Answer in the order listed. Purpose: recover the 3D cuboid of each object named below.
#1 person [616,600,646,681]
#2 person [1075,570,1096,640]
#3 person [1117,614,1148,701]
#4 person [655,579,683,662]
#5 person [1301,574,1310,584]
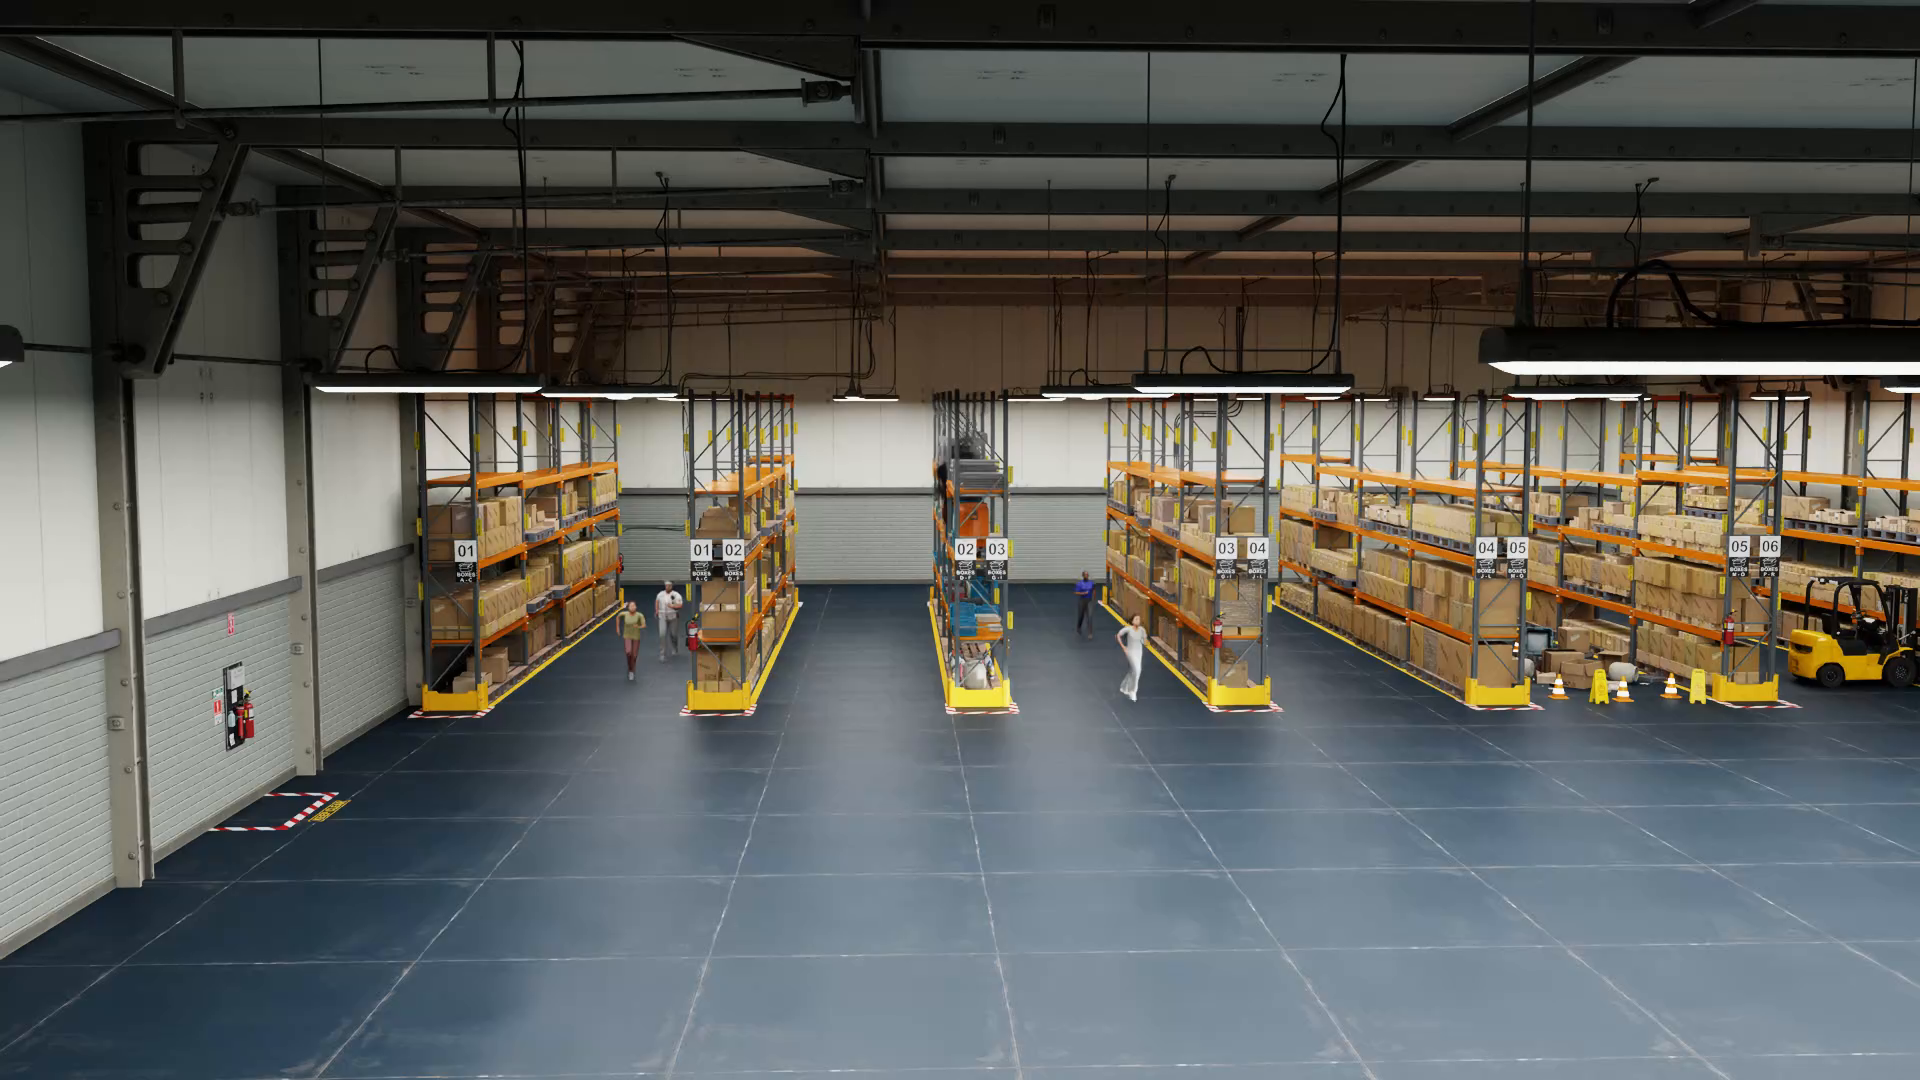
[{"bbox_3d":[-6.834,2.071,34.595,0.603,1.660,0.789,-1,5,-12],"label":"person"},{"bbox_3d":[3.074,1.562,40.645,0.575,1.645,0.938,-1,5,-7],"label":"person"},{"bbox_3d":[3.367,2.272,32.363,0.548,1.670,0.770,-3,5,-30],"label":"person"},{"bbox_3d":[-6.542,1.770,37.346,0.653,1.799,0.921,0,5,-1],"label":"person"},{"bbox_3d":[10.388,0.872,49.380,0.578,1.645,0.616,-2,5,-20],"label":"person"}]
